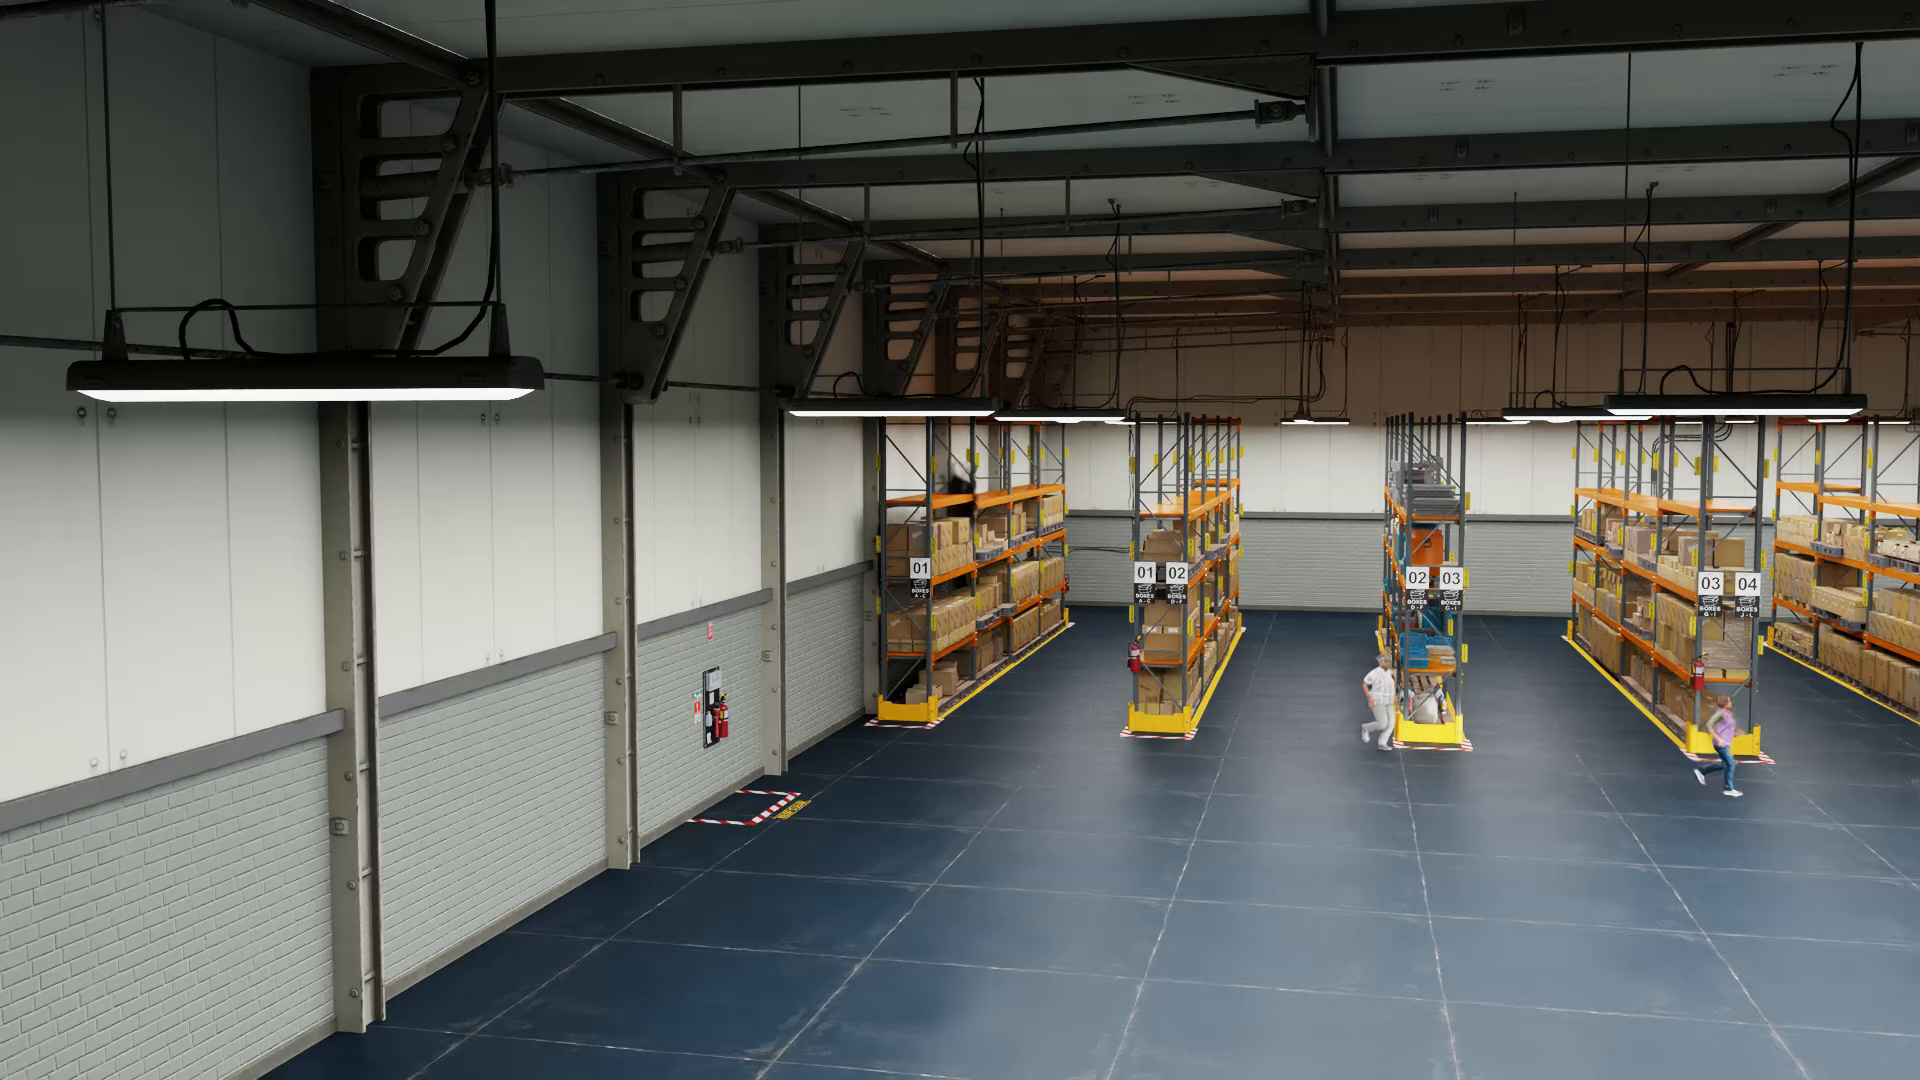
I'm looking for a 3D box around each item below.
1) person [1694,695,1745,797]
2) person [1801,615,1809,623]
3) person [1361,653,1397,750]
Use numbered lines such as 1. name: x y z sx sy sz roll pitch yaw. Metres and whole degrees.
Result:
1. person: 11.816 3.186 25.893 0.736 1.554 0.538 3 5 41
2. person: 22.844 1.923 44.631 0.743 1.602 0.605 -3 5 -41
3. person: 7.496 2.860 29.615 0.693 1.721 0.619 -3 5 -35
